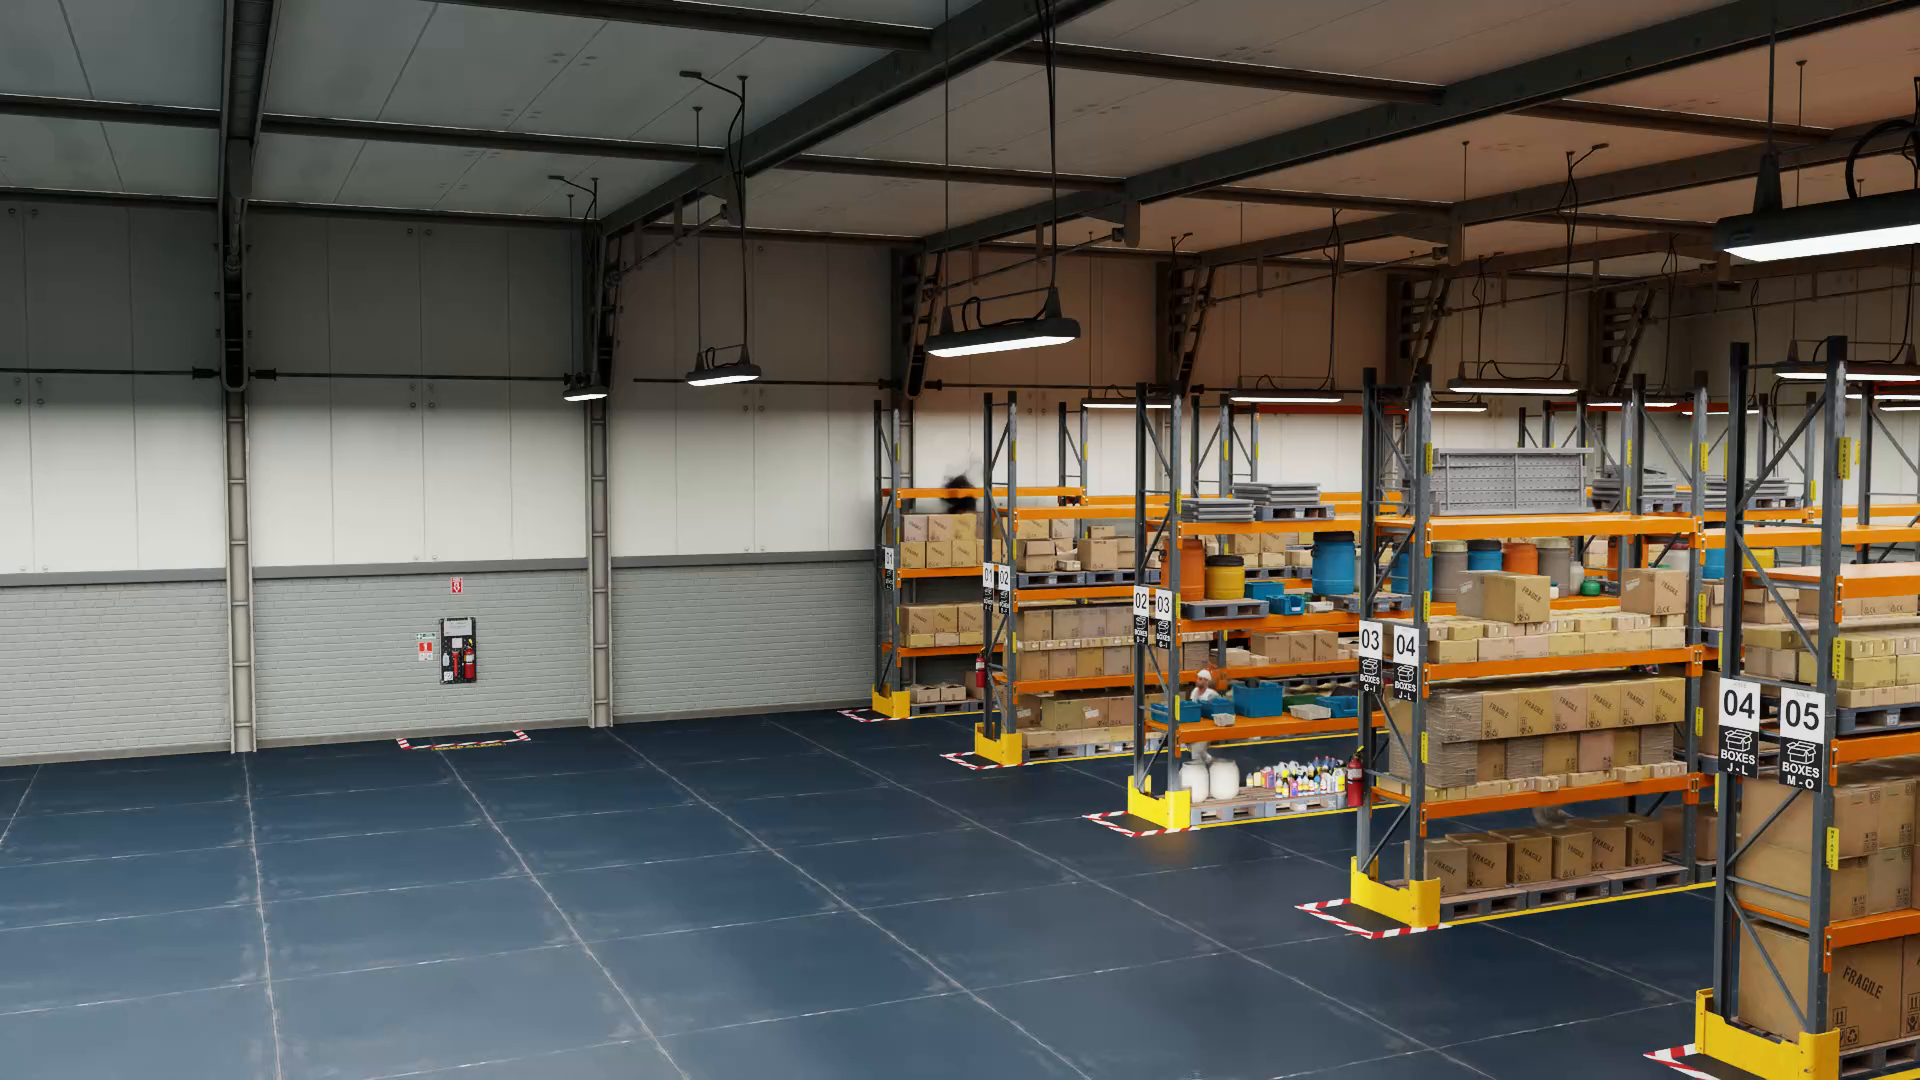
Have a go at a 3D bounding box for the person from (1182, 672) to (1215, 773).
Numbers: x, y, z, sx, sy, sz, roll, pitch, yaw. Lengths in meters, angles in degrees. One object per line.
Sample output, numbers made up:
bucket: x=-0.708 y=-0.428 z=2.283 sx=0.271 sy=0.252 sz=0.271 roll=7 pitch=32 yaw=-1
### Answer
person: x=3.589 y=2.840 z=24.815 sx=0.733 sy=1.753 sz=0.674 roll=-2 pitch=4 yaw=-35

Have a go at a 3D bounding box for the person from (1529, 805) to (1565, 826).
person: x=7.478 y=3.089 z=21.220 sx=0.596 sy=1.691 sz=0.670 roll=-2 pitch=4 yaw=-24
